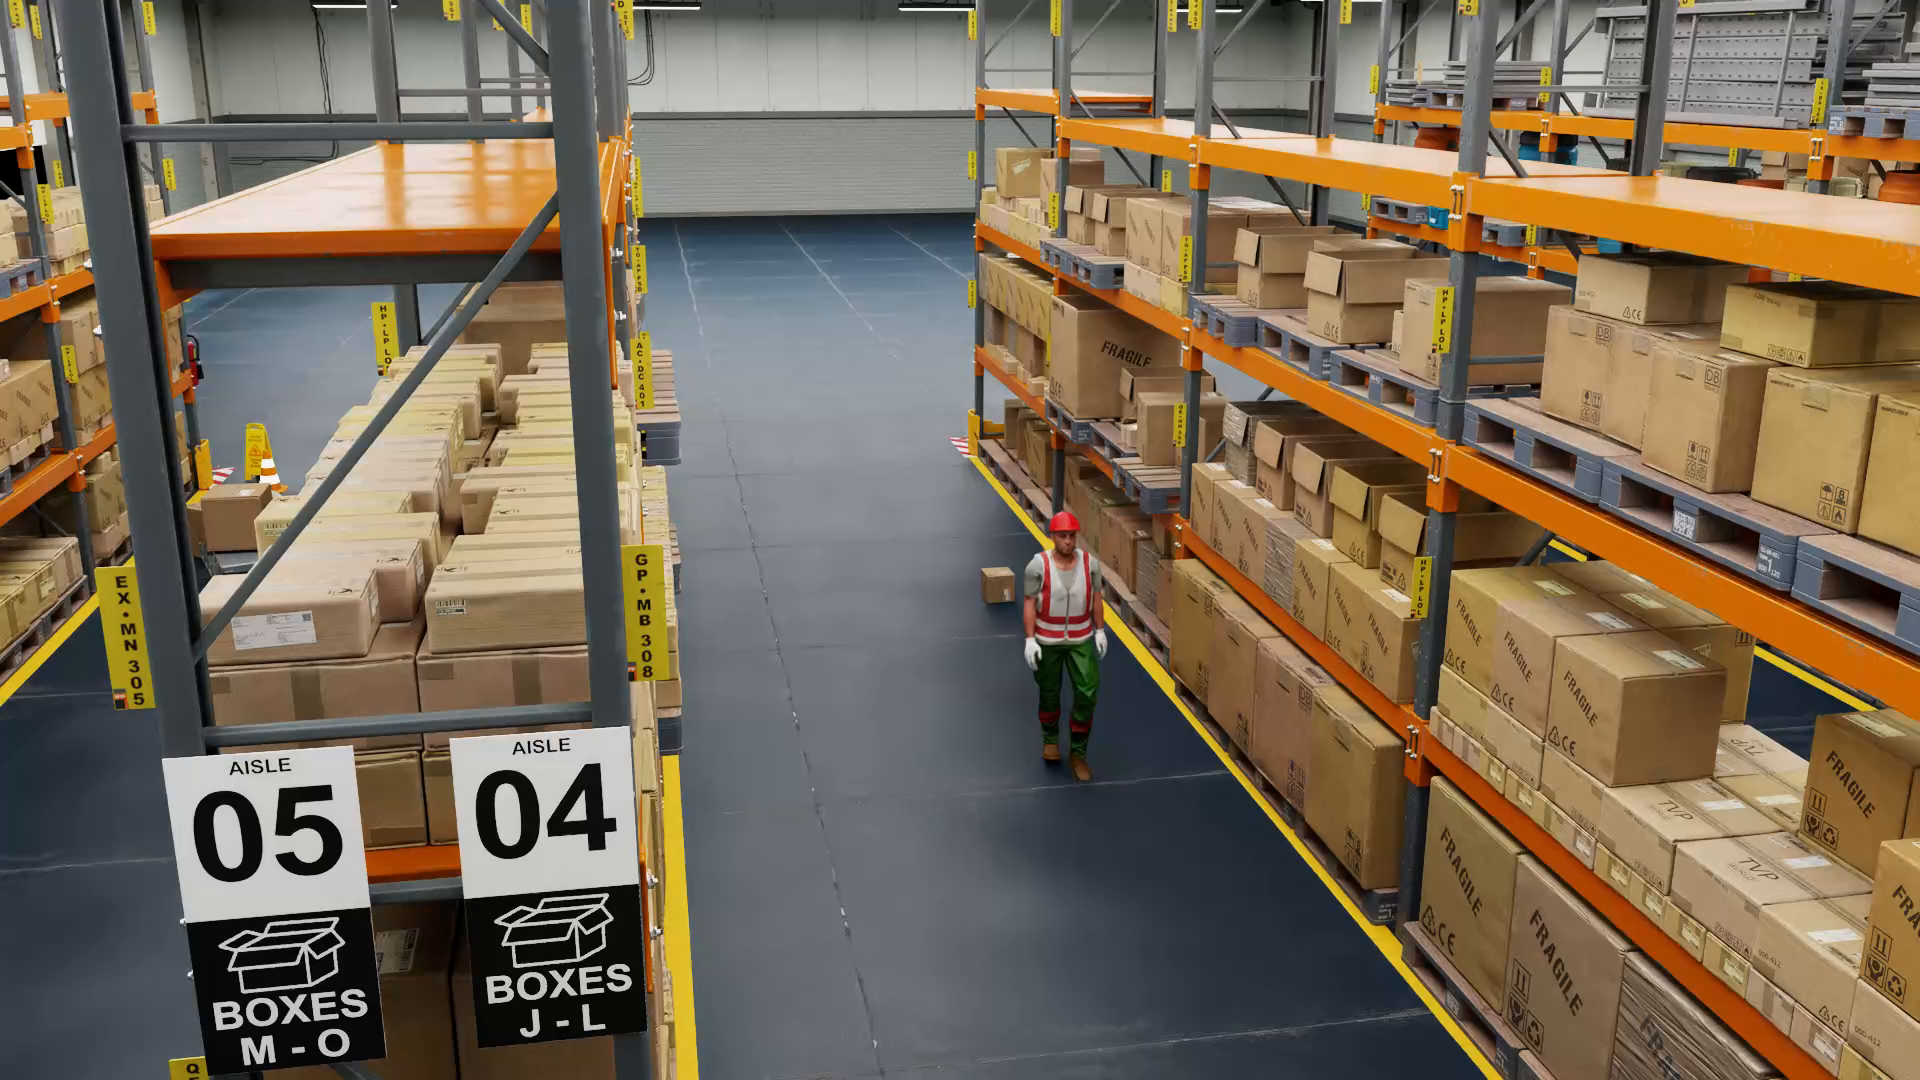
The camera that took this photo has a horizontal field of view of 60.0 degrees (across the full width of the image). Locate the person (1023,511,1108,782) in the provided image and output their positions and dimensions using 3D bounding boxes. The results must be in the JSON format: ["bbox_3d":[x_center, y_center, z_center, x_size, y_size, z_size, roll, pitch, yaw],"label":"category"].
[{"bbox_3d":[0.707,0.698,11.120,0.598,1.846,0.550,-2,16,-6],"label":"person"}]
